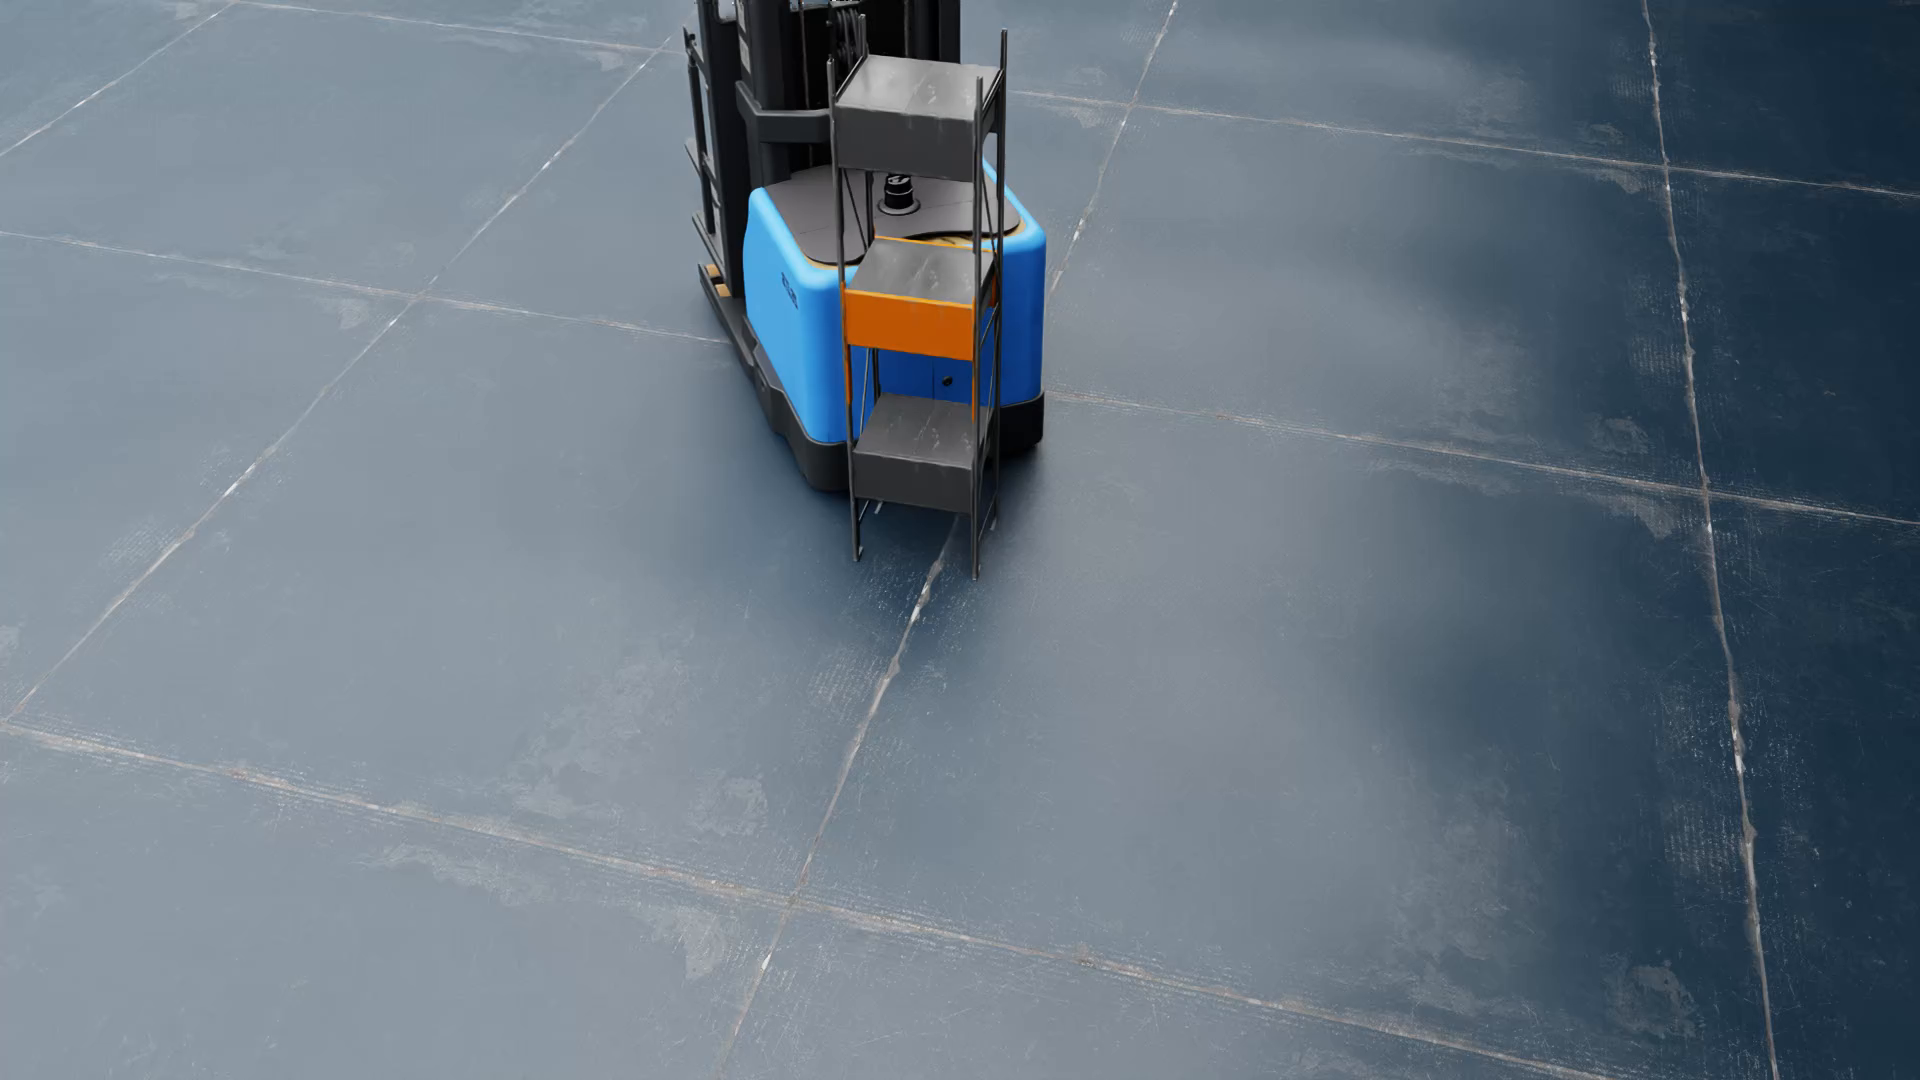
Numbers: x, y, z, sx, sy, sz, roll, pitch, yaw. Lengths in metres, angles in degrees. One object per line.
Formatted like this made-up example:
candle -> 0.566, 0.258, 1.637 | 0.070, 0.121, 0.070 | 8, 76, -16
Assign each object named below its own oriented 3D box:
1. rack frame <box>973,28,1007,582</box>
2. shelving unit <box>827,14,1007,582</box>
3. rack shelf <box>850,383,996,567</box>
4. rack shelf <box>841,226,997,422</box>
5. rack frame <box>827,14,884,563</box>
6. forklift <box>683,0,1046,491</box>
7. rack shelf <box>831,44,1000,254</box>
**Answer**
rack frame -> 0.103, -0.765, 6.028 | 0.015, 2.100, 0.400 | 9, 41, 10
shelving unit -> -0.134, -0.802, 6.072 | 0.503, 2.100, 0.431 | 9, 41, 10
rack shelf -> -0.134, -0.255, 6.531 | 0.480, 0.518, 0.431 | 9, 41, 10
rack shelf -> -0.134, -0.791, 6.081 | 0.480, 0.518, 0.431 | 9, 41, 10
rack frame -> -0.371, -0.838, 6.115 | 0.015, 2.100, 0.400 | 9, 41, 10
forklift -> -0.635, -2.278, 7.183 | 1.130, 2.935, 3.031 | -14, 42, -16
rack shelf -> -0.134, -1.327, 5.630 | 0.480, 0.518, 0.431 | 9, 41, 10
